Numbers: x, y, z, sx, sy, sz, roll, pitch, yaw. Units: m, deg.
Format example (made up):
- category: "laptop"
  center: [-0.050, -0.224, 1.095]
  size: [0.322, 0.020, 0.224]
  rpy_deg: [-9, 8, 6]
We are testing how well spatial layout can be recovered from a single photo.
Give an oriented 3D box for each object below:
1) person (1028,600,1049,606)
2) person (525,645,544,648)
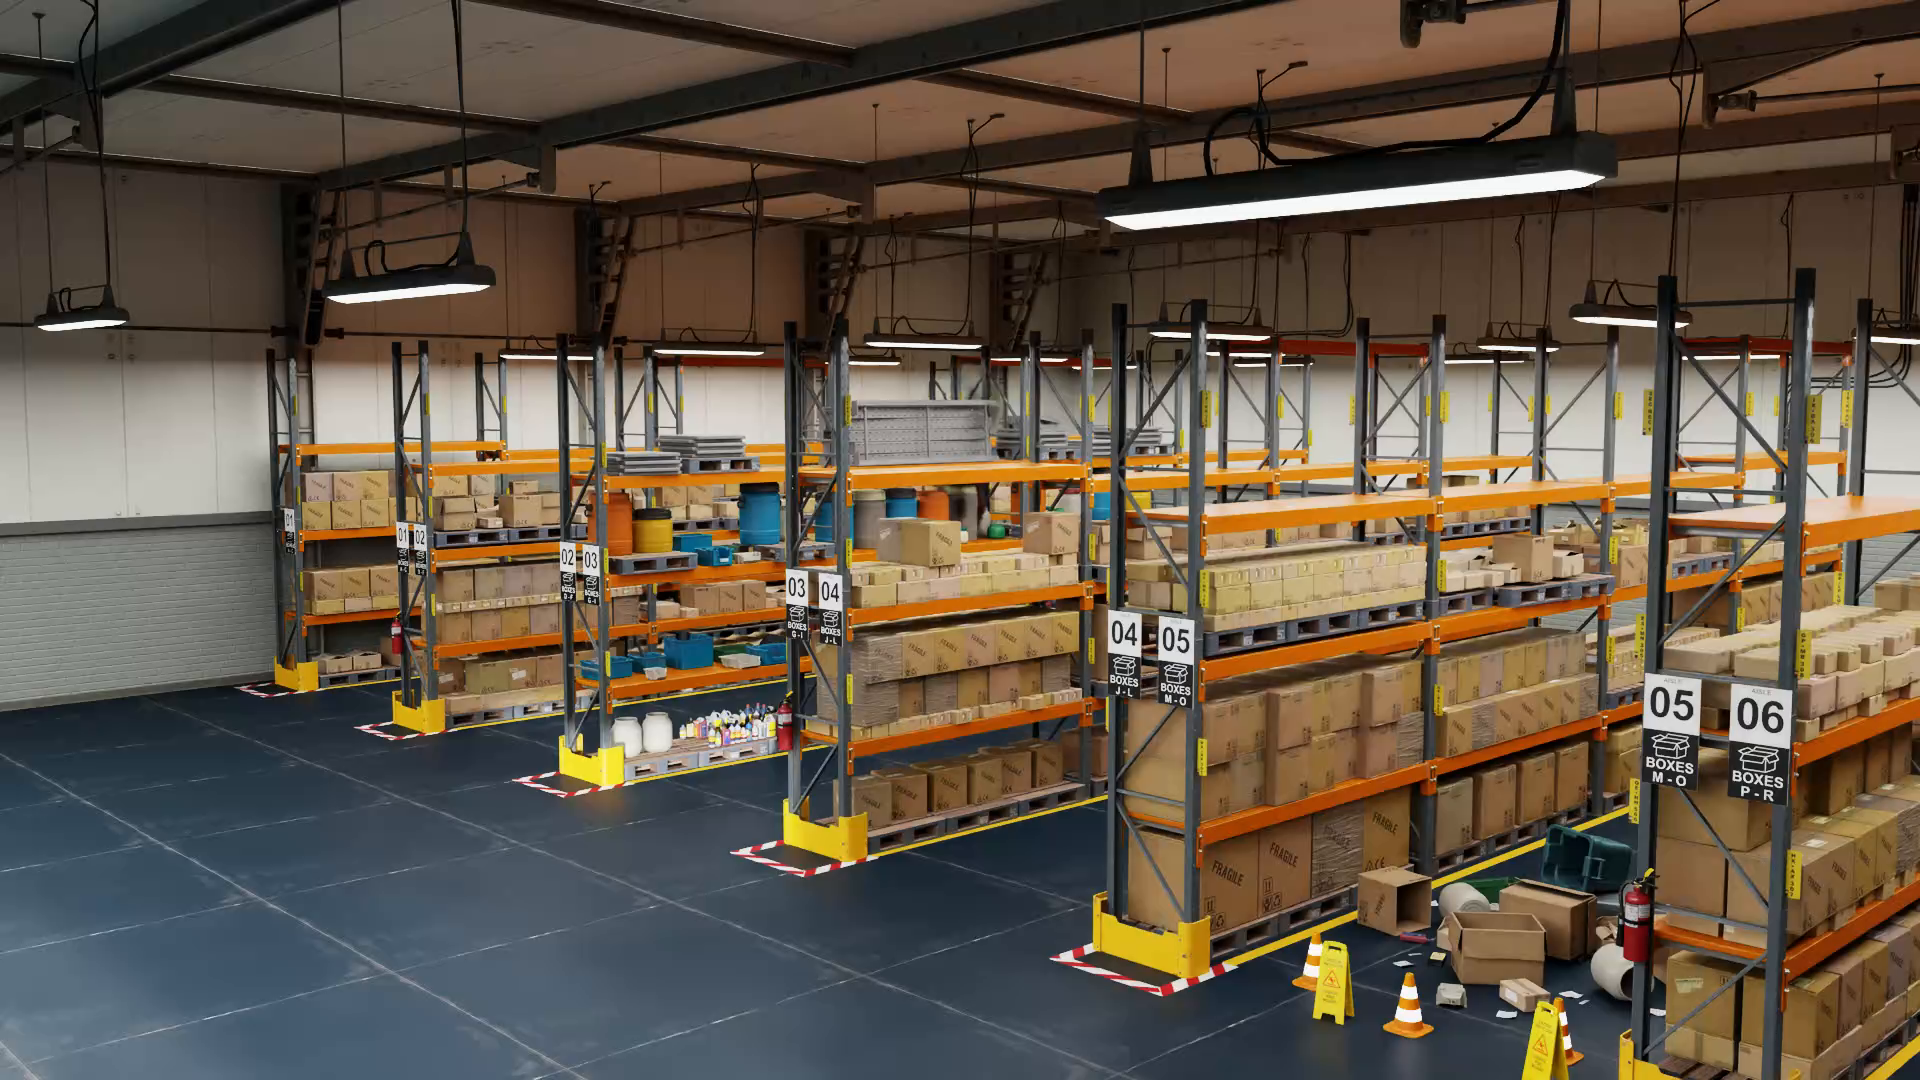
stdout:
- category: "person"
  center: [1.525, 1.511, 32.535]
  size: [0.558, 1.631, 0.941]
  rpy_deg: [4, 6, 39]
- category: "person"
  center: [-7.448, 1.830, 29.098]
  size: [0.570, 1.705, 0.796]
  rpy_deg: [4, 7, 42]
